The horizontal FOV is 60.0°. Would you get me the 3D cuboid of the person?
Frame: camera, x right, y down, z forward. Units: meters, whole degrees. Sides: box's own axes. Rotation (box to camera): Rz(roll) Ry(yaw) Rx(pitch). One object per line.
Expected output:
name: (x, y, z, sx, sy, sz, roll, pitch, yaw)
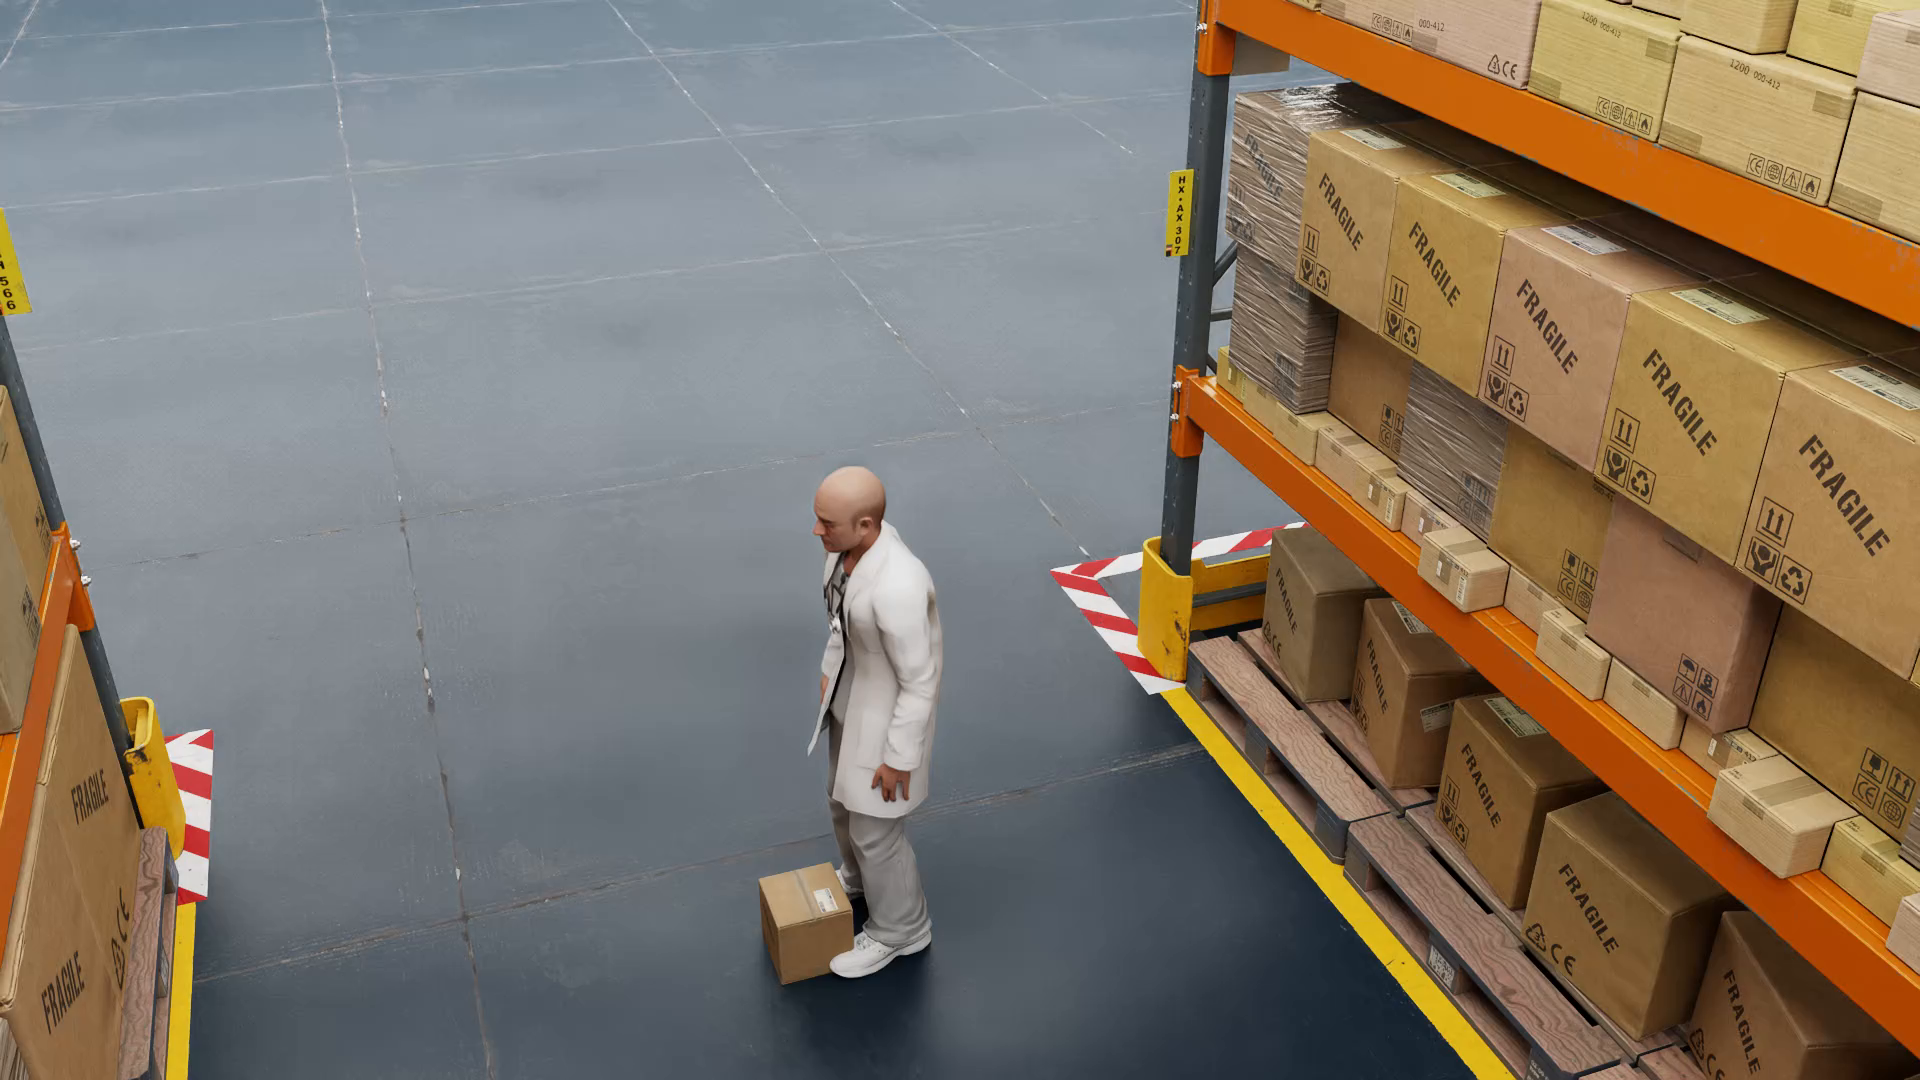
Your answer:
person: (-0.279, 0.552, 5.168, 0.429, 1.772, 0.644, -12, 32, -20)
